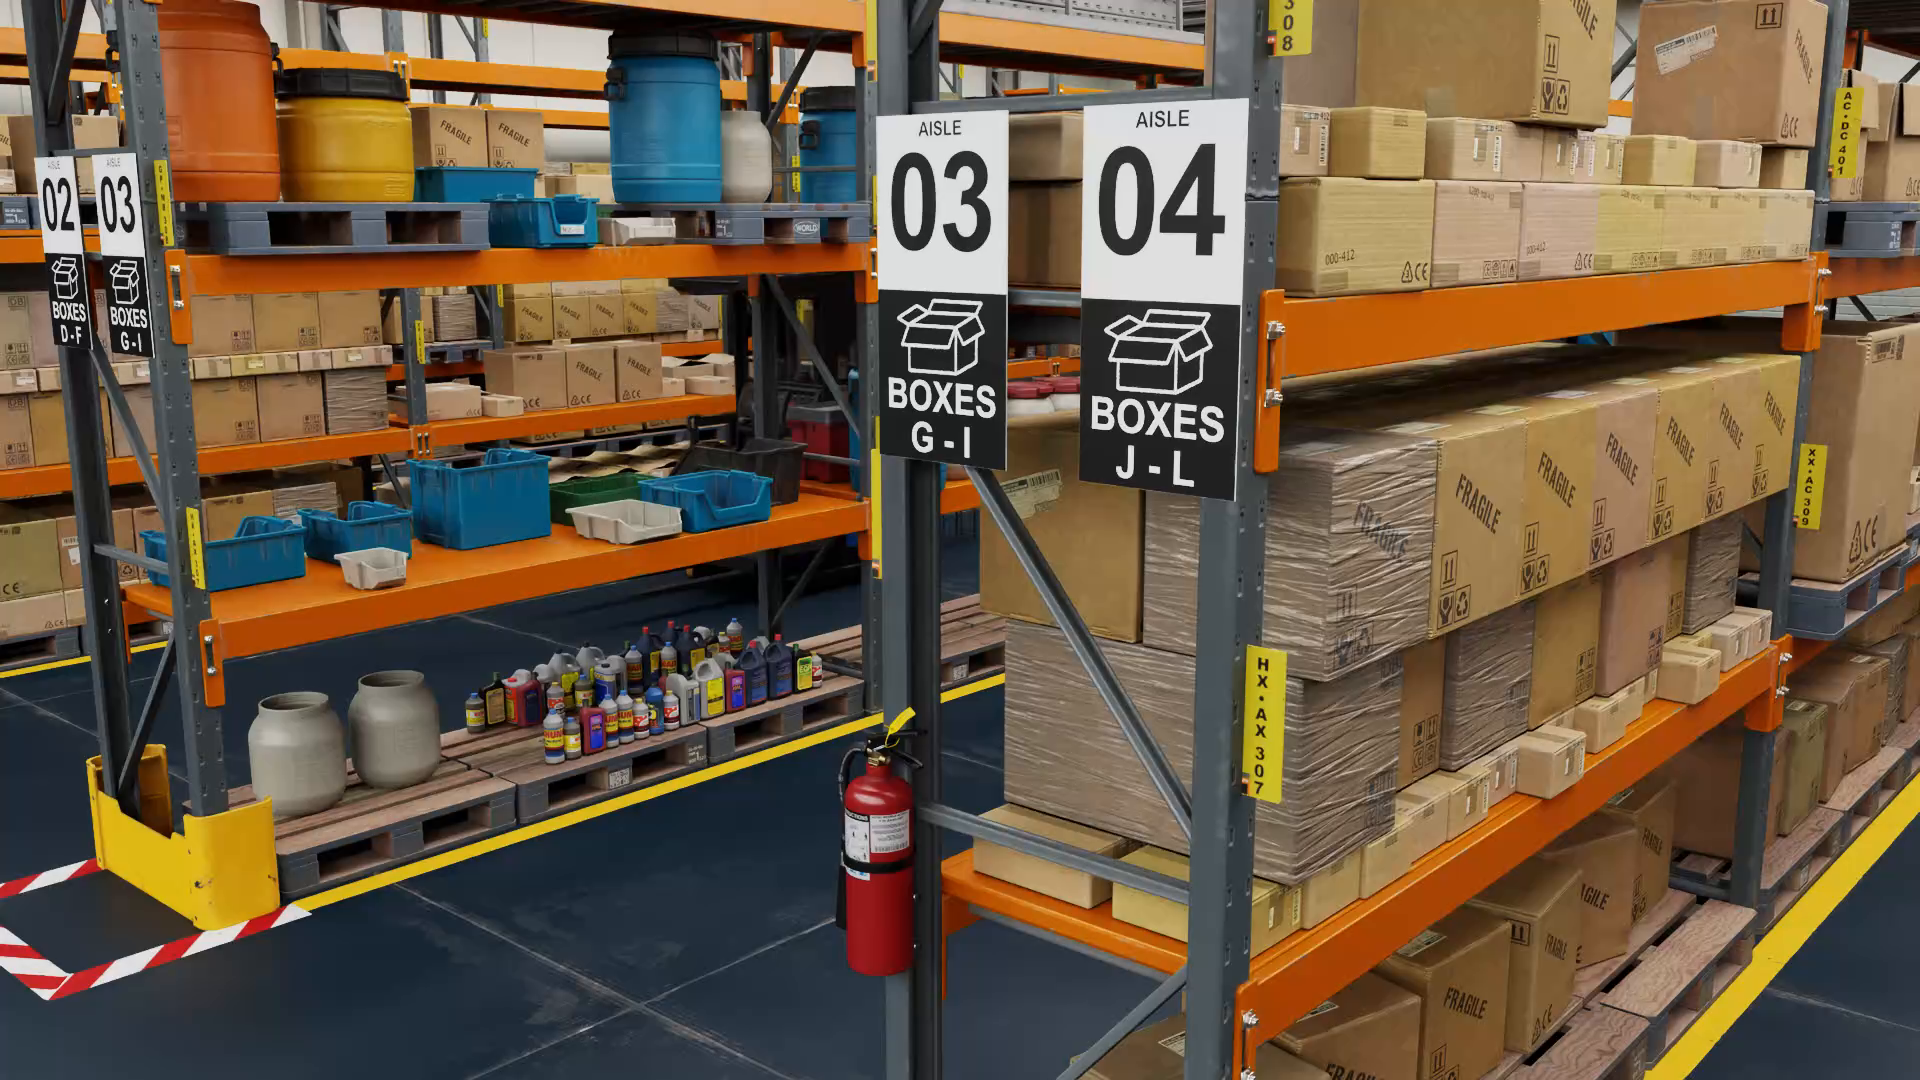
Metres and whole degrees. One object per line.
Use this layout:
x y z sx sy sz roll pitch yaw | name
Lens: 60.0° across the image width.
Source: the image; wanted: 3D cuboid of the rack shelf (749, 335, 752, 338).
-1.699 -2.891 23.901 1.077 0.370 4.000 10 15 40 | rack shelf

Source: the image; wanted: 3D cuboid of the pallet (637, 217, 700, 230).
-3.053 -2.823 14.548 1.003 0.211 1.213 11 16 43 | pallet

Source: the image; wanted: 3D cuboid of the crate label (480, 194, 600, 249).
-2.015 -1.533 7.990 0.502 0.251 0.408 10 15 40 | crate label

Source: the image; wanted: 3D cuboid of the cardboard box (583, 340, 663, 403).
-3.031 -1.521 14.950 0.500 0.500 0.500 9 14 37 | cardboard box

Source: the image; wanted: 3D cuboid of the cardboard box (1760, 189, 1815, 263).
2.758 -1.147 6.061 0.500 0.250 0.500 11 15 42 | cardboard box

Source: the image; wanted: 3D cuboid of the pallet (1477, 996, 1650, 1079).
1.641 1.800 5.698 1.003 0.211 1.213 10 15 40 | pallet

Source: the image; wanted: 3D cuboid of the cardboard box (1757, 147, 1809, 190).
2.865 -1.359 6.100 0.380 0.149 0.250 10 15 42 | cardboard box

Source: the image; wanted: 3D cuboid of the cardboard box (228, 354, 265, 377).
-5.268 -1.282 12.100 0.380 0.149 0.250 10 15 40 | cardboard box

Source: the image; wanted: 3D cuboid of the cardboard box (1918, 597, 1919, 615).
5.974 0.298 10.453 1.225 0.875 0.875 9 14 38 | cardboard box

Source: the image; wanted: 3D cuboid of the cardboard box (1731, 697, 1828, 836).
3.613 1.004 7.824 0.700 0.500 0.500 10 15 40 | cardboard box

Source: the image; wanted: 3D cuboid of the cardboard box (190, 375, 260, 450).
-5.542 -0.963 12.160 0.700 0.500 0.500 10 15 41 | cardboard box

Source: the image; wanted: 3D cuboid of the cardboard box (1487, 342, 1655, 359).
2.375 -0.503 6.541 0.500 0.500 0.500 10 15 40 | cardboard box

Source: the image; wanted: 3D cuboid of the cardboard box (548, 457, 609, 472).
-3.520 -0.585 15.039 0.500 0.311 0.500 10 15 40 | cardboard box

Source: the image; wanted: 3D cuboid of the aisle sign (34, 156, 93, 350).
-3.769 -1.205 6.989 0.394 0.787 0.004 10 15 40 | aisle sign

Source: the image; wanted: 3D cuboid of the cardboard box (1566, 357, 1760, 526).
2.443 -0.361 5.829 0.500 0.500 0.500 10 15 40 | cardboard box

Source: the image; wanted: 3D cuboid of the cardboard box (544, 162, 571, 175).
-5.072 -4.260 19.883 0.700 0.500 0.500 9 14 37 | cardboard box

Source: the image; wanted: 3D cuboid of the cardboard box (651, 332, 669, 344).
-3.901 -2.568 21.040 0.380 0.149 0.250 9 15 39 | cardboard box

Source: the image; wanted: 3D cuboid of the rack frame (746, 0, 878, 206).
-0.858 -3.433 9.463 1.000 3.000 0.127 10 15 40 | rack frame

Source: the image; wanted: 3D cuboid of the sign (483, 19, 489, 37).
-5.245 -5.731 18.380 0.100 0.325 0.005 10 15 40 | sign

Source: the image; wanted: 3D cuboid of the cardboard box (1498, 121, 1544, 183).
1.292 -1.011 4.358 0.380 0.149 0.250 10 15 40 | cardboard box

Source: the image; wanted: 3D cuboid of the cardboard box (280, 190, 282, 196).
-5.107 -2.887 12.701 0.500 0.500 0.500 -11 15 -43 | cardboard box

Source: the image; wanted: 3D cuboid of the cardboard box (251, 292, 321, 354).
-5.197 -1.677 12.419 0.700 0.500 0.500 10 15 40 | cardboard box

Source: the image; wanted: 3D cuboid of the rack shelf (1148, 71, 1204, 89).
3.103 -3.767 13.993 1.077 0.370 4.000 10 15 40 | rack shelf

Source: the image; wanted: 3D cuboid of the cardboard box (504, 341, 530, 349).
-5.268 -2.266 19.526 0.380 0.149 0.250 9 15 40 | cardboard box

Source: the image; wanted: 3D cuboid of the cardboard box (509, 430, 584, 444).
-5.075 -1.604 20.037 0.750 0.750 0.750 10 15 40 | cardboard box

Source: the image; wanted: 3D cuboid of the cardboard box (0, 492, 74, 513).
-6.437 -0.035 11.802 0.500 0.500 0.500 10 15 40 | cardboard box

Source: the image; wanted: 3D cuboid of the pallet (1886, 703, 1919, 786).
4.986 1.043 9.490 1.003 0.211 1.213 10 15 40 | pallet

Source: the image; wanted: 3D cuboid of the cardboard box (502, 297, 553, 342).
-5.146 -2.604 19.562 0.500 0.500 0.500 10 15 42 | cardboard box

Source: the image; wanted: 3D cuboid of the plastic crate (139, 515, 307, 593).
-3.393 0.058 7.681 0.499 0.251 0.616 10 15 40 | plastic crate

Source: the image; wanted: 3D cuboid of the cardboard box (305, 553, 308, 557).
-5.056 0.179 12.643 0.500 0.250 0.500 10 15 40 | cardboard box

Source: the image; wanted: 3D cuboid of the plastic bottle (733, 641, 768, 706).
-1.193 0.752 9.465 0.144 0.351 0.185 9 14 38 | plastic bottle

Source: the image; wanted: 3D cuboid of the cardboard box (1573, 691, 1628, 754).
1.940 0.561 5.425 0.380 0.149 0.250 10 15 40 | cardboard box

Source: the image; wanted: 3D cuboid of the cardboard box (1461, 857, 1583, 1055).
1.845 1.409 5.845 0.500 0.500 0.500 8 14 35 | cardboard box

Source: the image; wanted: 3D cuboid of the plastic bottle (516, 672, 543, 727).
-2.348 0.867 9.064 0.061 0.283 0.133 10 15 40 | plastic bottle

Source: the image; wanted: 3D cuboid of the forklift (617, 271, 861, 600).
-1.592 -1.077 13.158 1.130 2.935 3.031 10 15 42 | forklift

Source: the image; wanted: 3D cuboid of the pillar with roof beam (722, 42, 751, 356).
0.027 -5.549 20.058 9.100 9.000 0.400 10 15 40 | pillar with roof beam

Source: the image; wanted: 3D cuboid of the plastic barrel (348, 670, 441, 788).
-2.790 0.931 8.211 0.421 0.512 0.421 0 11 0 | plastic barrel

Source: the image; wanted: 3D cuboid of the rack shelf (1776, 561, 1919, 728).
4.183 0.208 8.389 1.077 0.370 4.000 10 15 40 | rack shelf

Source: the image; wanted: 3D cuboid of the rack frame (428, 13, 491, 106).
-5.659 -5.303 18.823 1.000 3.000 0.127 10 15 40 | rack frame

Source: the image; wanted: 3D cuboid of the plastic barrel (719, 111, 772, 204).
-1.290 -2.185 9.515 0.421 0.512 0.421 0 11 0 | plastic barrel

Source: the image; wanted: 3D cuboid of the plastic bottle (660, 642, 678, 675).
-1.707 0.733 9.764 0.097 0.271 0.097 0 11 0 | plastic bottle

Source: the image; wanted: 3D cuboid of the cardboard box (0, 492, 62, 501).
-8.955 -0.604 15.875 0.500 0.500 0.500 8 14 36 | cardboard box

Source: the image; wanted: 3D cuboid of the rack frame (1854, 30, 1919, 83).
5.503 -3.381 9.204 1.000 3.000 0.127 10 15 40 | rack frame

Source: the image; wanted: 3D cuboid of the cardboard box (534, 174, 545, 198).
-3.802 -2.906 13.794 0.500 0.250 0.500 8 14 35 | cardboard box

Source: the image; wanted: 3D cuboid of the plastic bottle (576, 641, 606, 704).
-2.108 0.747 9.489 0.144 0.351 0.185 10 15 40 | plastic bottle

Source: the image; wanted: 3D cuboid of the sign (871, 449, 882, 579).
-0.182 -0.060 4.128 0.100 0.325 0.005 10 15 40 | sign

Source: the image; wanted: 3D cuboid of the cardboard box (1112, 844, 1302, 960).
0.589 0.850 3.979 0.380 0.149 0.250 10 15 40 | cardboard box

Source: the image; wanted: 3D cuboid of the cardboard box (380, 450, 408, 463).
-6.523 -1.177 18.744 0.700 0.500 0.500 10 15 40 | cardboard box

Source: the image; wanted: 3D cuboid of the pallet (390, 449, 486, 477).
-6.176 -0.878 19.109 1.003 0.211 1.213 10 15 40 | pallet

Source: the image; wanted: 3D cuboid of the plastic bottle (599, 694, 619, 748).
-1.841 0.943 8.715 0.097 0.271 0.097 0 11 0 | plastic bottle

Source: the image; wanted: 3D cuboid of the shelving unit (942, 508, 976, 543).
-0.010 -0.586 15.122 0.258 1.200 0.189 10 15 40 | shelving unit

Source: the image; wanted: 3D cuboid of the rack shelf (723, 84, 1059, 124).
-0.616 -4.408 17.202 1.077 0.370 4.000 10 15 40 | rack shelf
